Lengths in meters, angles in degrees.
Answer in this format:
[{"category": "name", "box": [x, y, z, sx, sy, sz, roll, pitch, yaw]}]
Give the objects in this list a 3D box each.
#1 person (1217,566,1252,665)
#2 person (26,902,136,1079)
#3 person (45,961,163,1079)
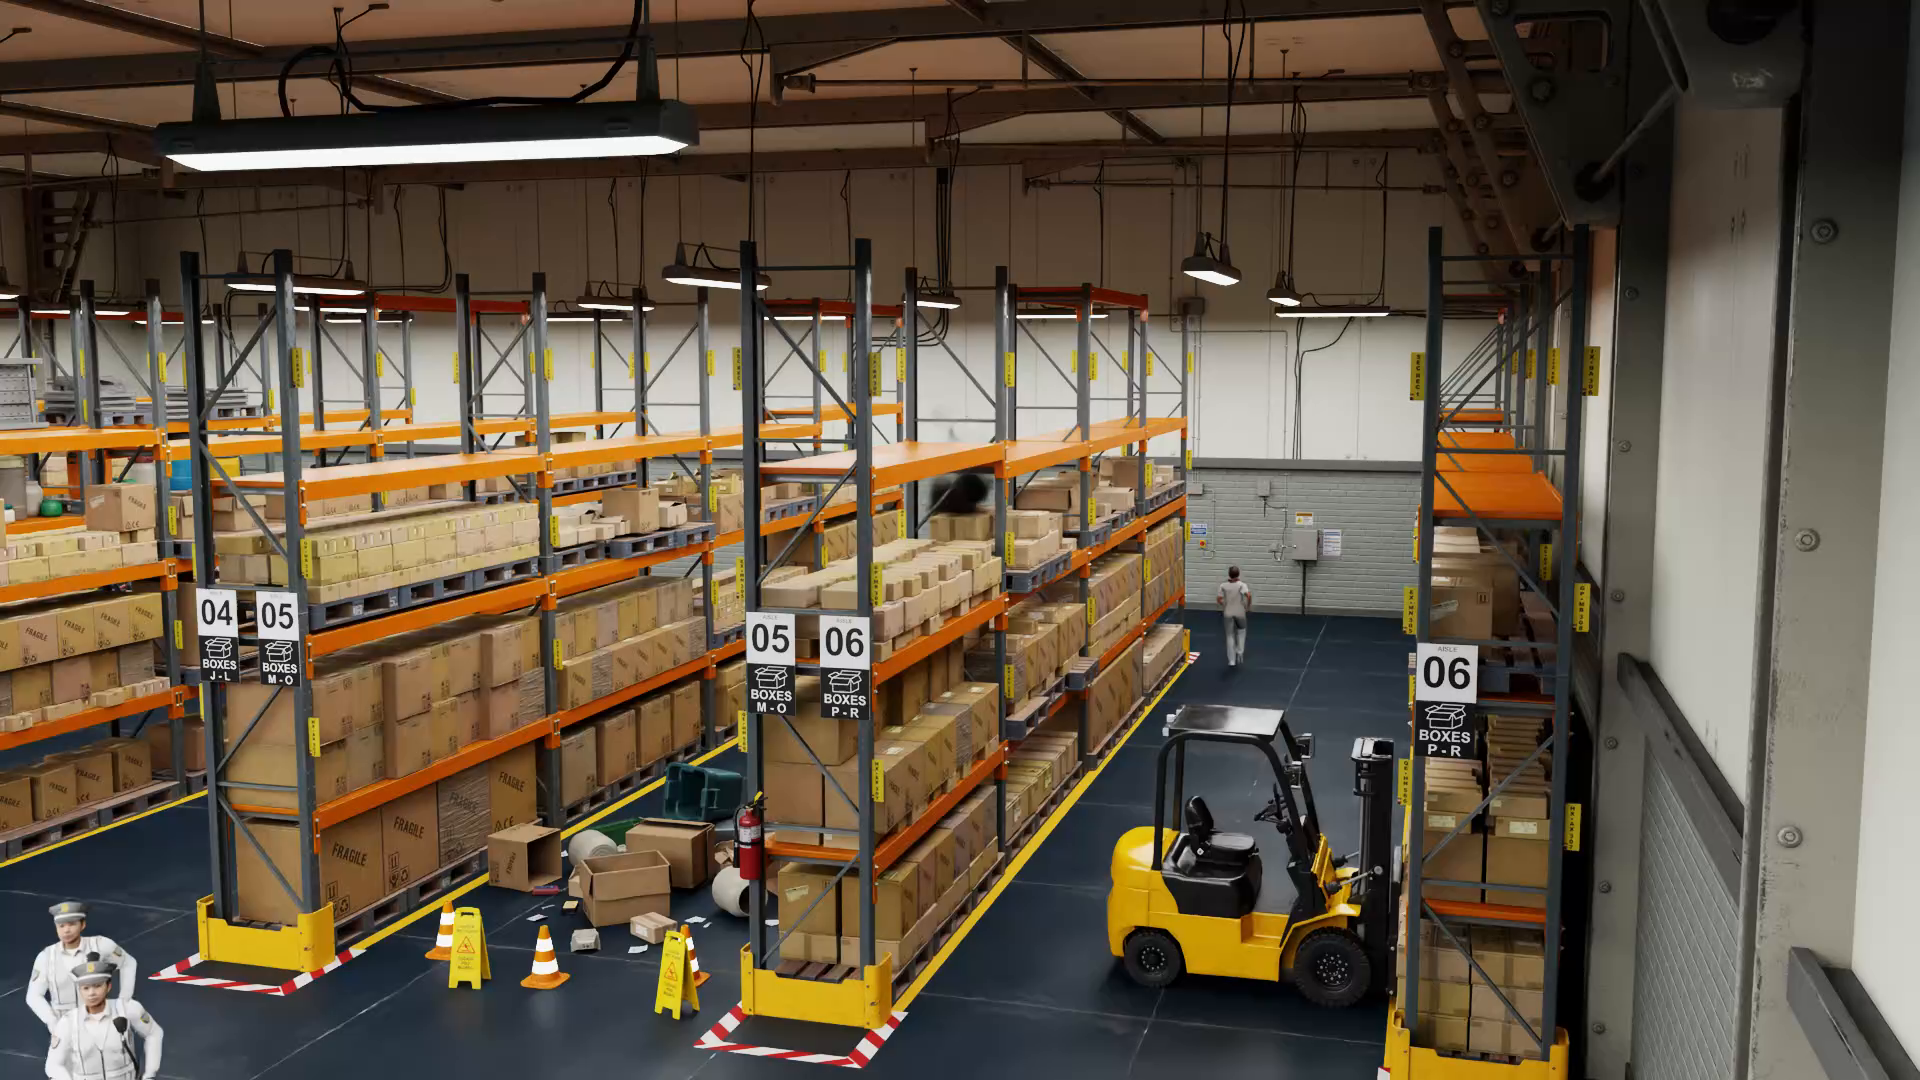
[{"category": "person", "box": [4.545, 1.265, 27.559, 0.575, 1.674, 0.668, 1, 7, 11]}, {"category": "person", "box": [-5.680, 3.142, 10.762, 0.629, 1.656, 0.558, -3, 7, -22]}, {"category": "person", "box": [-5.007, 3.264, 9.763, 0.624, 1.663, 0.492, -3, 7, -26]}]
